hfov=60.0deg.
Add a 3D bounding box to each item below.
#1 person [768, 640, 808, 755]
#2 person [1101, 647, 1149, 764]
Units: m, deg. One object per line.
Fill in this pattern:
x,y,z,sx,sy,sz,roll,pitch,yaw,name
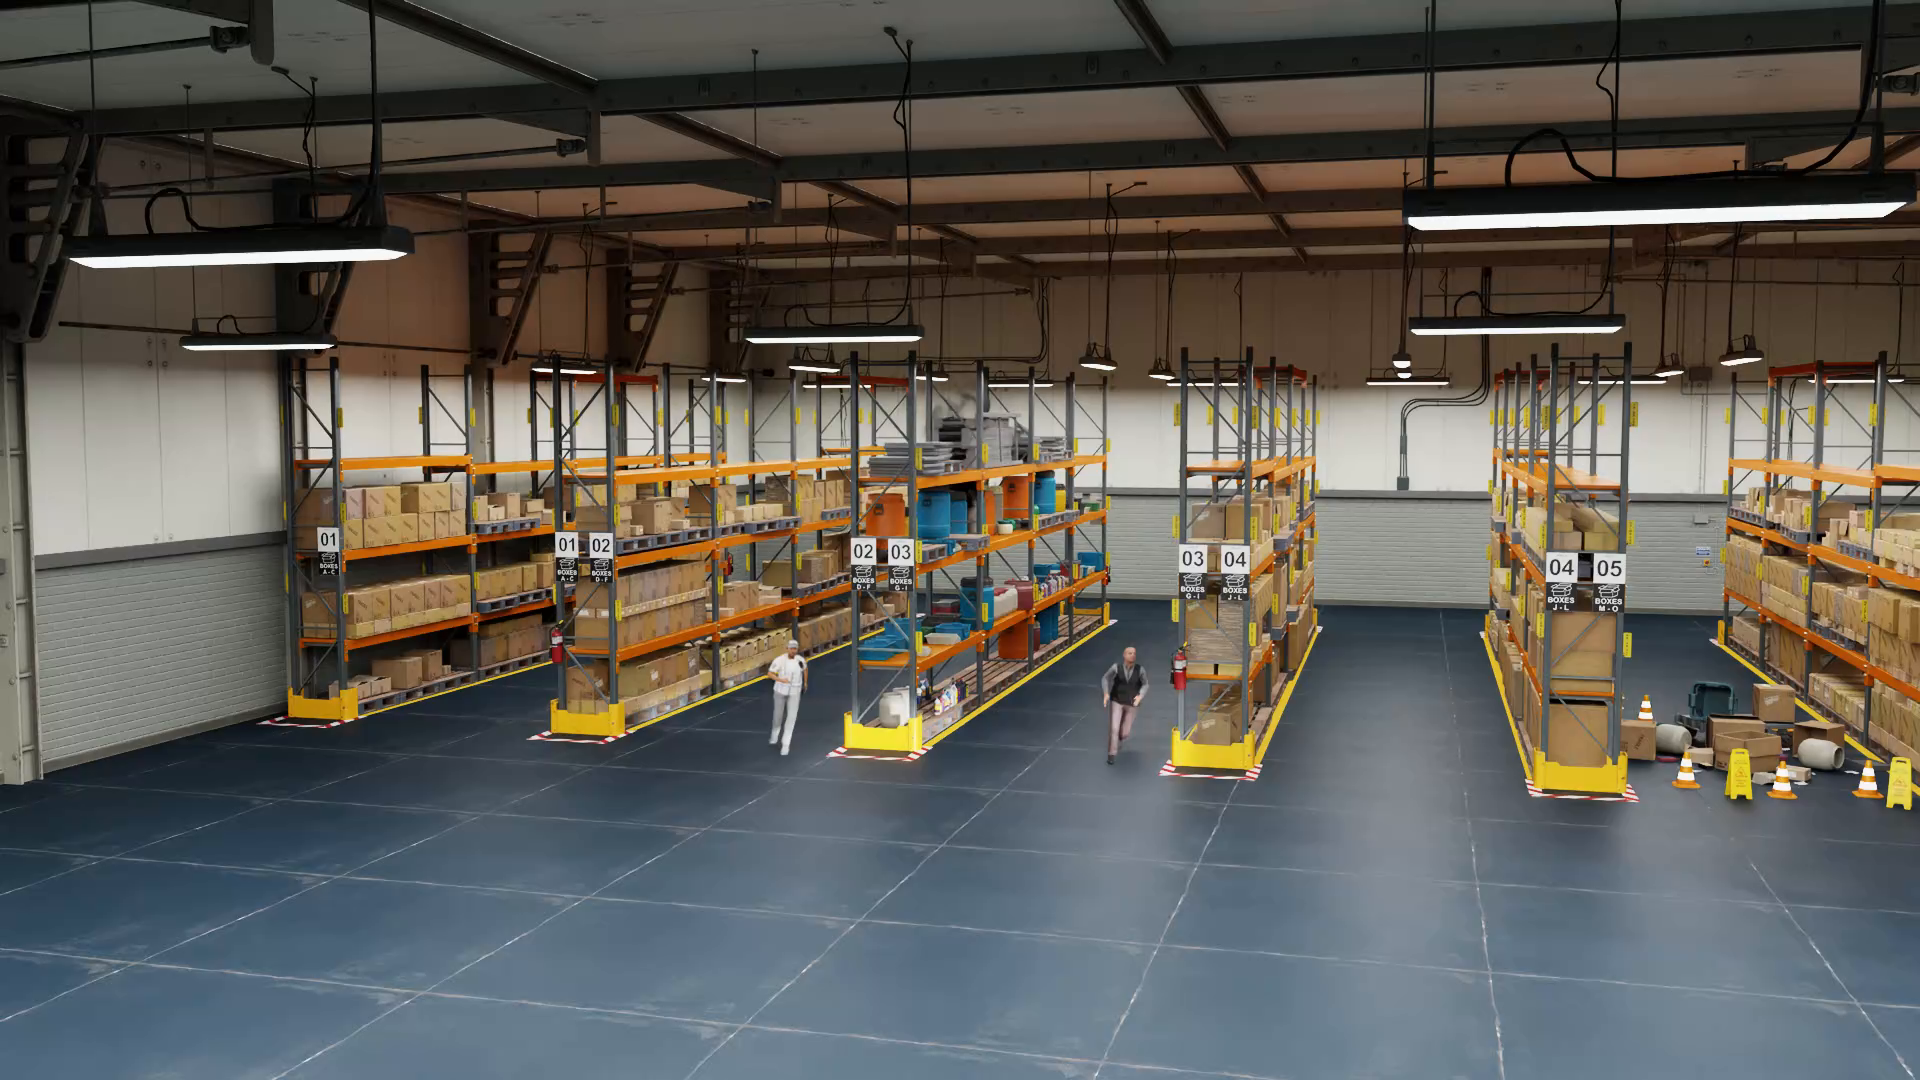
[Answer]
-2.591,2.338,25.115,0.638,1.672,0.898,-1,4,-13,person
2.414,2.396,24.325,0.699,1.677,0.713,0,4,3,person
